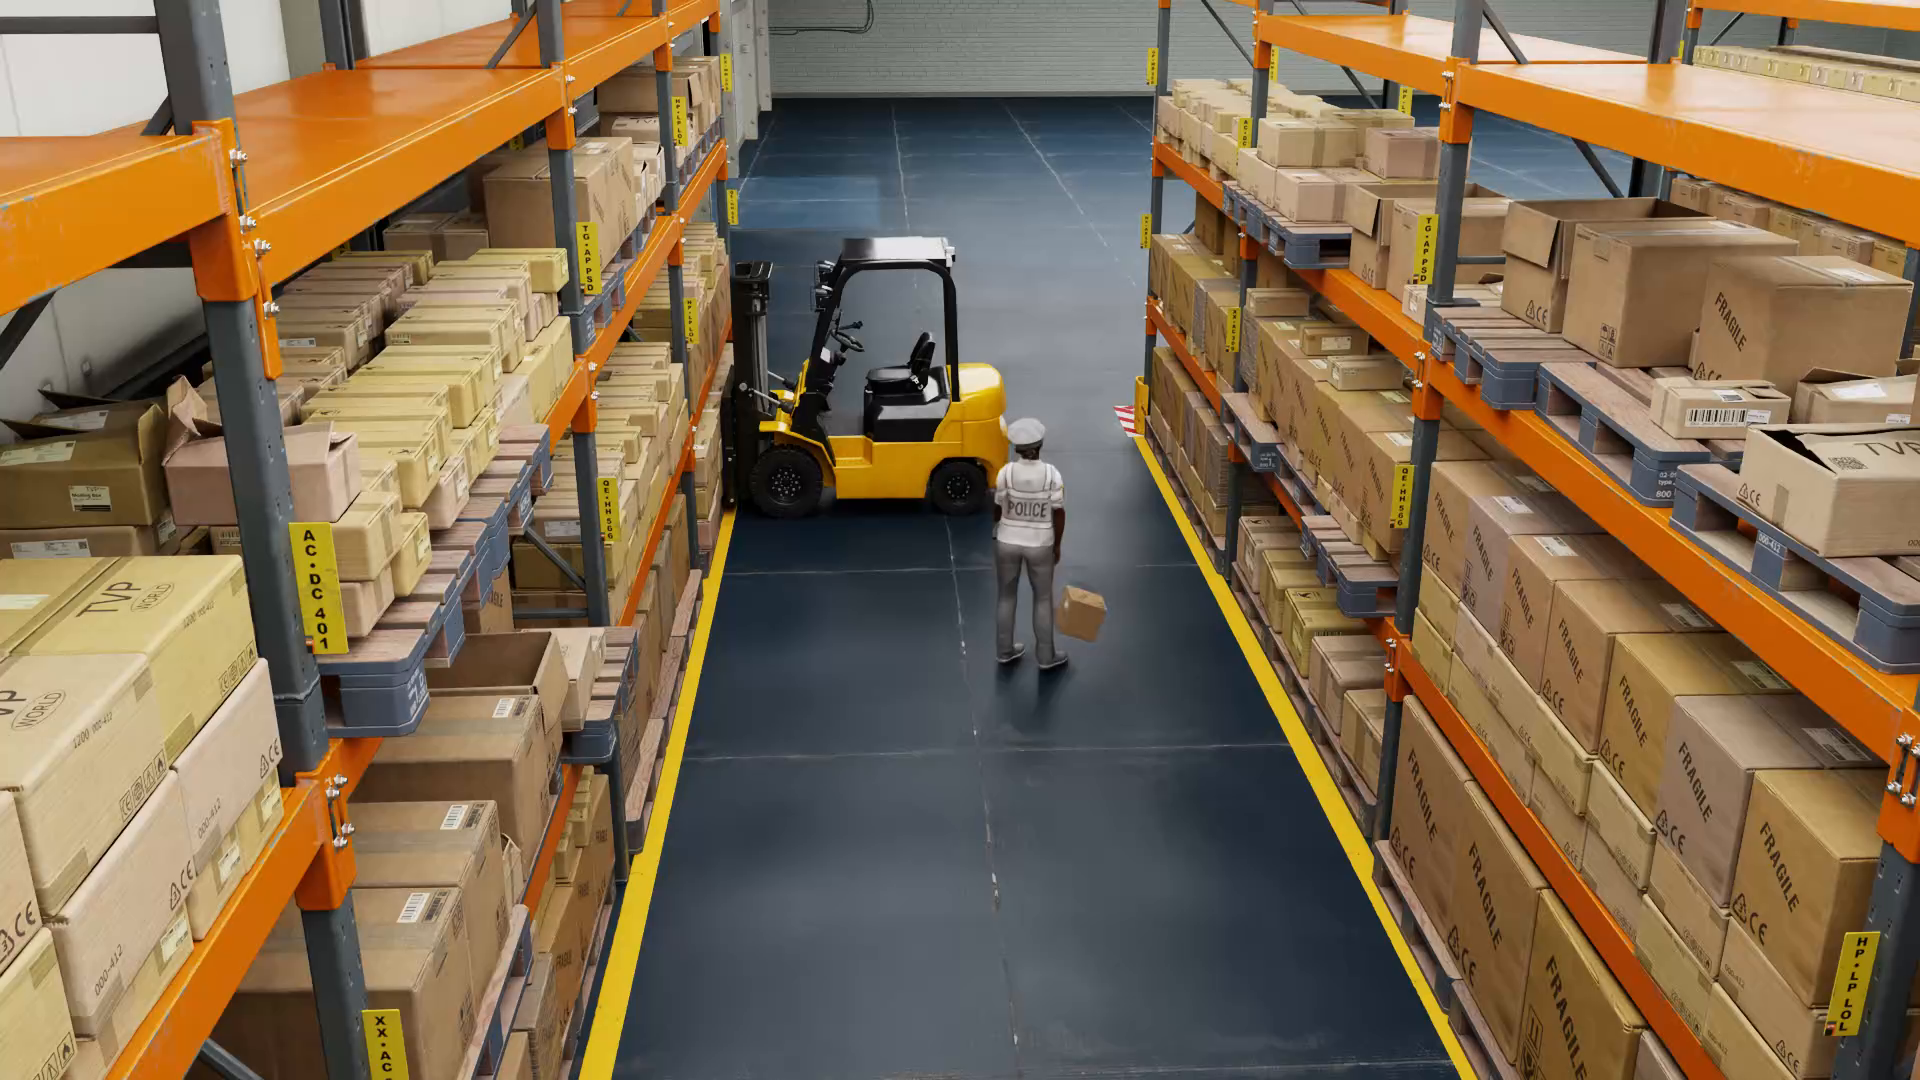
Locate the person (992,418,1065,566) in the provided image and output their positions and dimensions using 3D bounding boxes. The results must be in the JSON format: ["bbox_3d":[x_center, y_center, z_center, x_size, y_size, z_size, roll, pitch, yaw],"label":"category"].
[{"bbox_3d":[0.456,-0.289,10.769,0.456,1.011,0.366,2,21,4],"label":"person"}]
